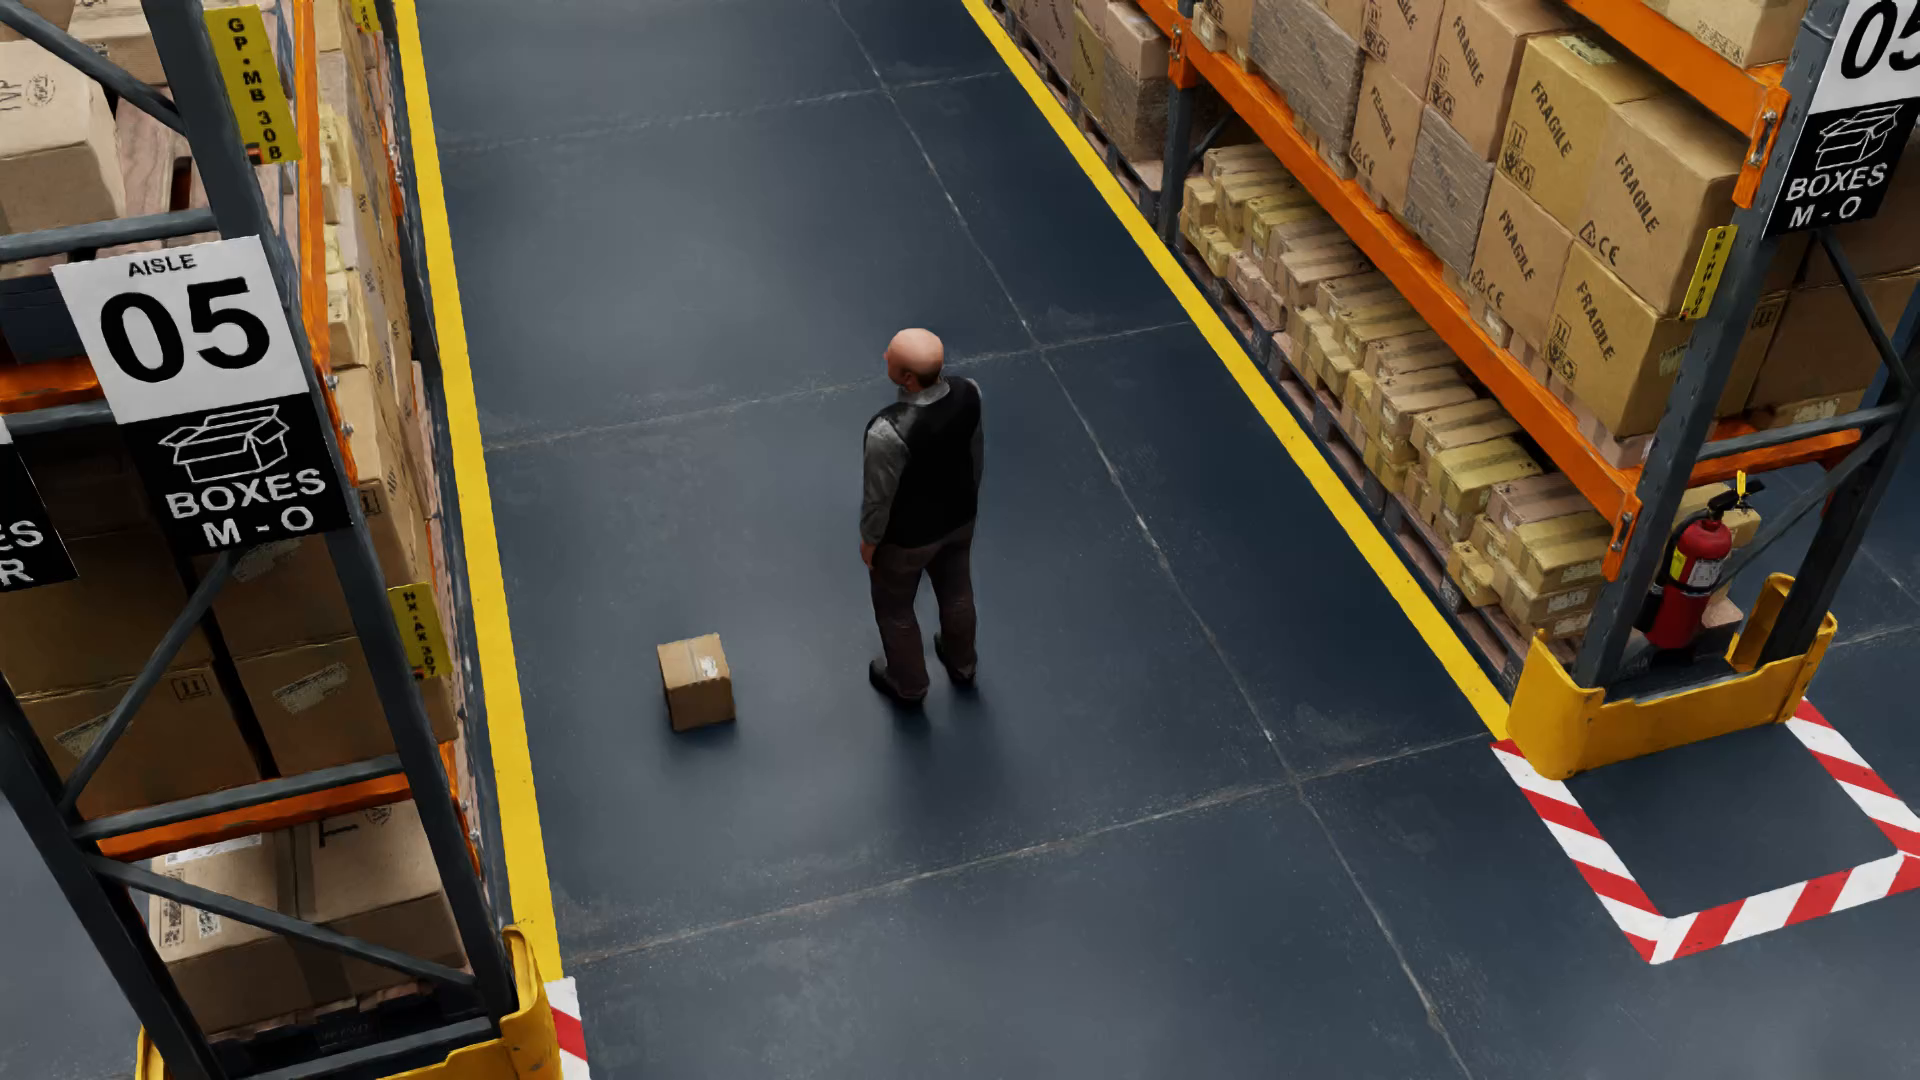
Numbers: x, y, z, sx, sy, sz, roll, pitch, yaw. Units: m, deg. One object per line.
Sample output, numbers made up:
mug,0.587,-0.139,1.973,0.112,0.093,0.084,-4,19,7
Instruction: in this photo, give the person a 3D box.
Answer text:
person,-0.148,-0.077,6.235,0.543,1.724,0.375,-30,50,-29
